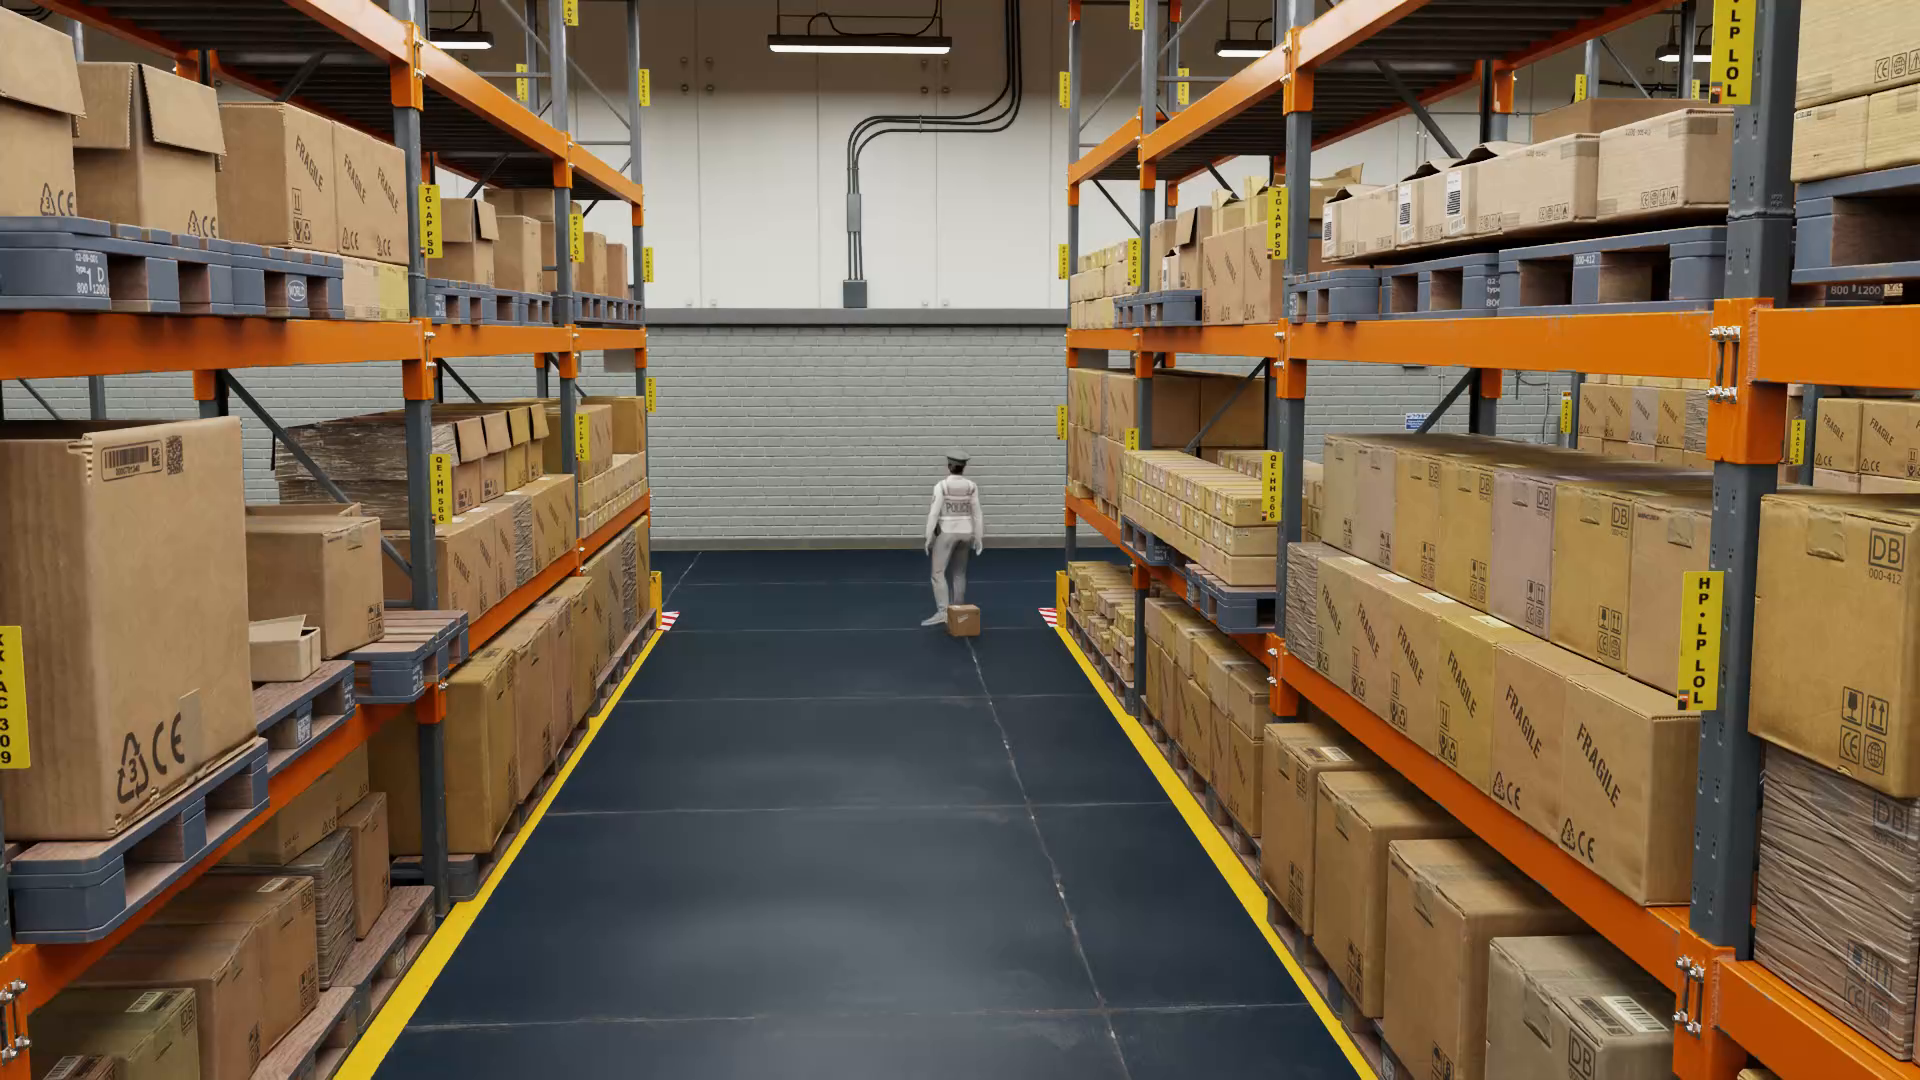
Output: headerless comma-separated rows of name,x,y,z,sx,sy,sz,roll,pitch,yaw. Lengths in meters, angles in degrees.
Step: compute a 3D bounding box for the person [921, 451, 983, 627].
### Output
person,-0.112,-0.003,15.752,0.727,1.654,0.538,-4,8,-29
